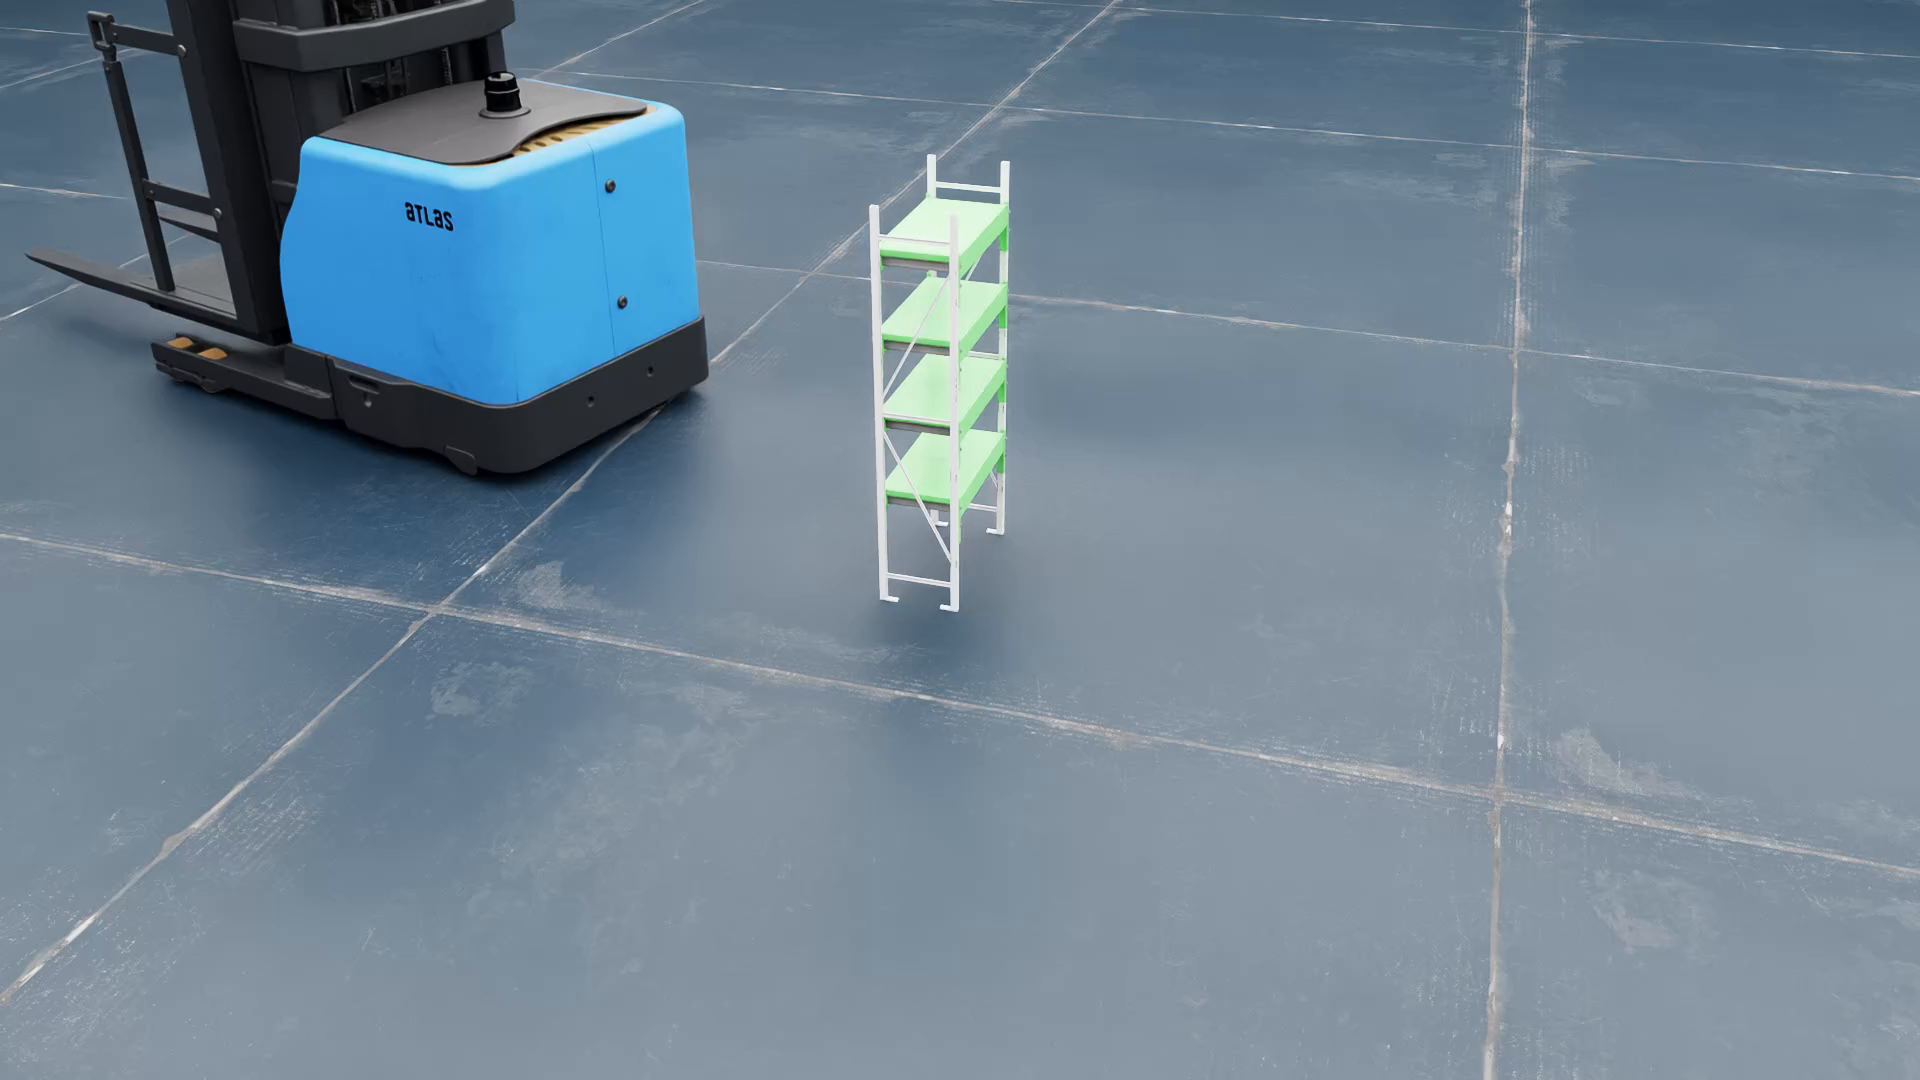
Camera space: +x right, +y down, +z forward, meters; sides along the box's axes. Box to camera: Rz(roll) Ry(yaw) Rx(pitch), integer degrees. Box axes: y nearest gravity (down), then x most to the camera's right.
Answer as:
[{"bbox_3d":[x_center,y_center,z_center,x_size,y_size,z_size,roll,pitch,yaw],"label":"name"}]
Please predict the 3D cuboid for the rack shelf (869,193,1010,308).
[{"bbox_3d":[-0.049,-0.811,4.618,0.258,0.148,0.480,8,30,15],"label":"rack shelf"}]

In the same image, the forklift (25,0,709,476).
[{"bbox_3d":[-2.456,-2.028,5.881,3.031,2.935,1.130,17,33,28],"label":"forklift"}]

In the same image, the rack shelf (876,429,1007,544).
[{"bbox_3d":[-0.049,-0.182,4.968,0.258,0.148,0.480,8,30,15],"label":"rack shelf"}]

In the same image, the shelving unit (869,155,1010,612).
[{"bbox_3d":[-0.049,-0.447,4.820,0.258,1.200,0.503,8,30,15],"label":"shelving unit"}]

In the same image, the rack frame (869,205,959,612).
[{"bbox_3d":[-0.120,-0.334,4.616,0.240,1.200,0.015,8,30,15],"label":"rack frame"}]

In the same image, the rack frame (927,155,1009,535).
[{"bbox_3d":[0.023,-0.561,5.024,0.240,1.200,0.015,8,30,15],"label":"rack frame"}]

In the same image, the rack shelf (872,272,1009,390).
[{"bbox_3d":[-0.049,-0.601,4.734,0.258,0.148,0.480,8,30,15],"label":"rack shelf"}]

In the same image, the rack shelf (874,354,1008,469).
[{"bbox_3d":[-0.049,-0.392,4.851,0.258,0.148,0.480,8,30,15],"label":"rack shelf"}]
